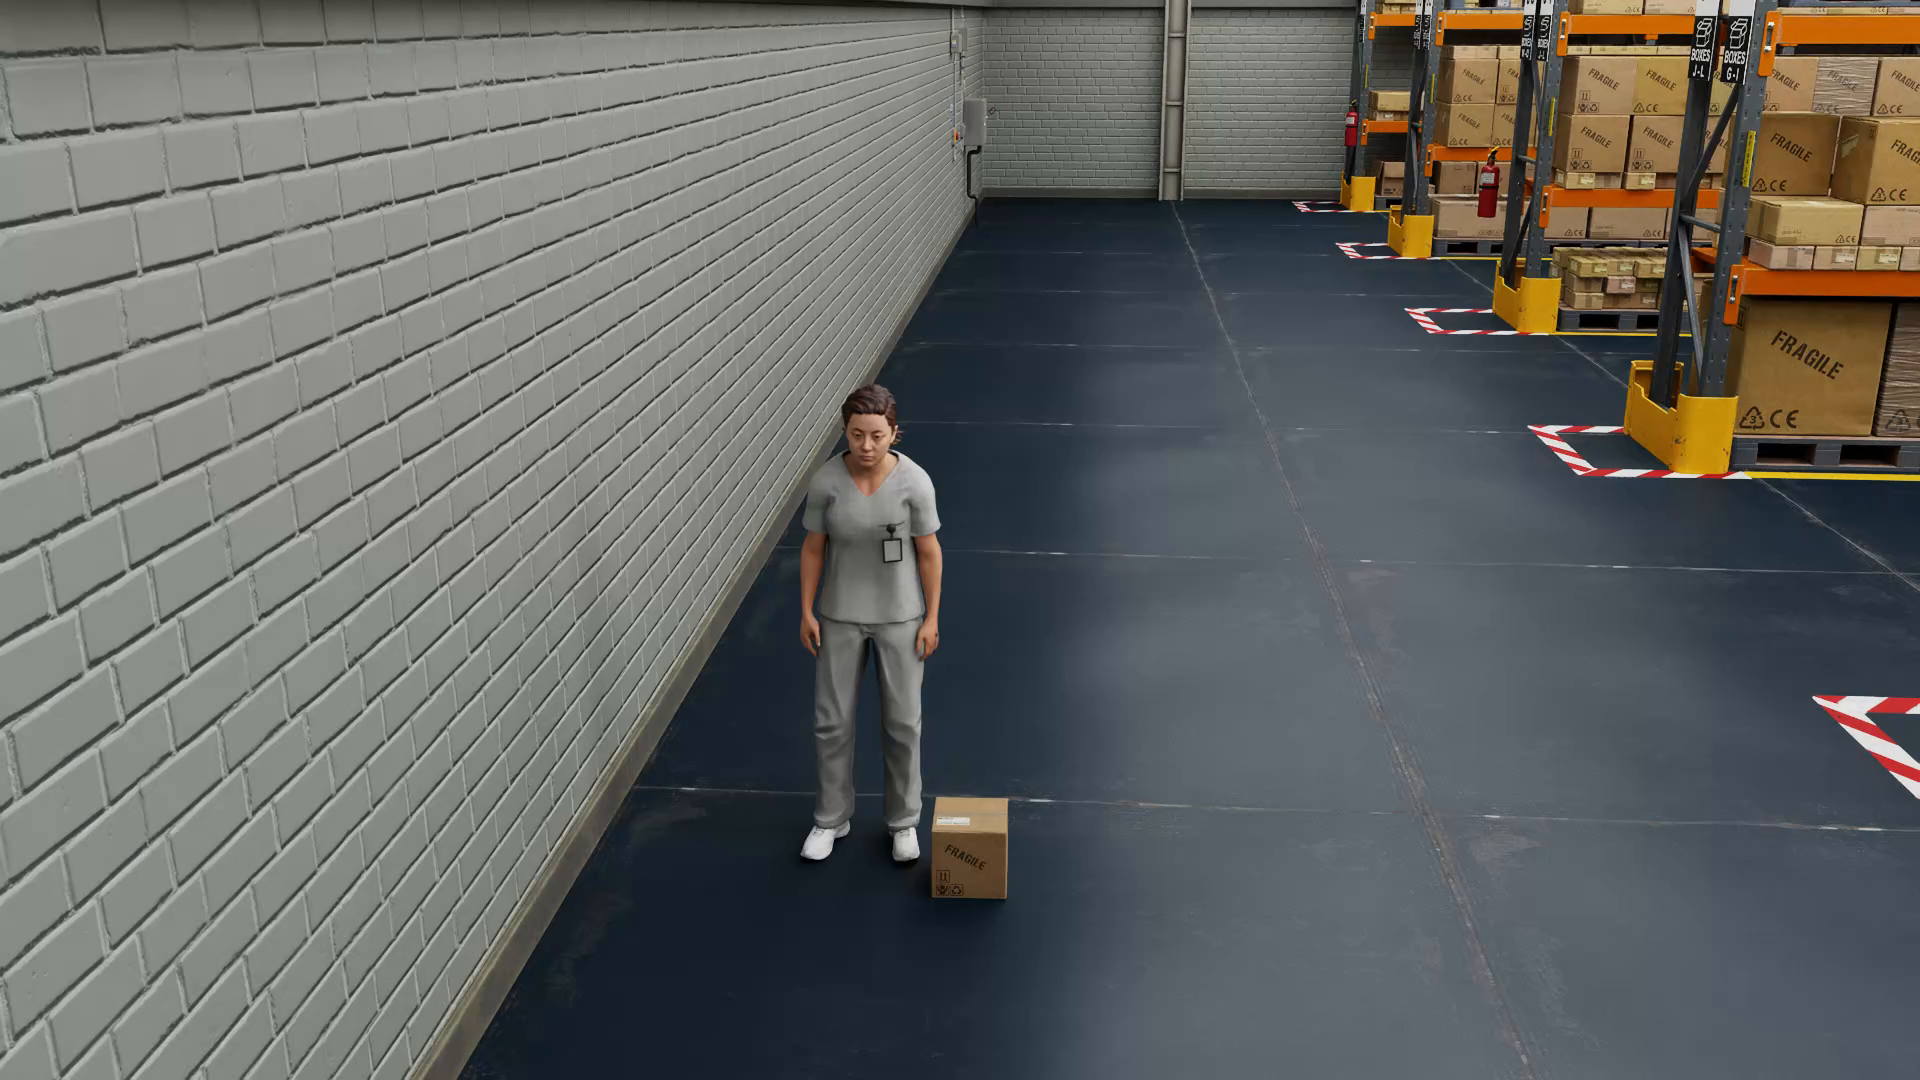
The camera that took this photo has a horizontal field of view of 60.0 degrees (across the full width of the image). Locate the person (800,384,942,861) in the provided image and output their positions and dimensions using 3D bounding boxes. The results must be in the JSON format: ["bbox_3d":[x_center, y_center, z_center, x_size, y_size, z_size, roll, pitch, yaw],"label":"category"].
[{"bbox_3d":[-0.305,0.281,5.665,0.484,1.672,0.360,1,18,4],"label":"person"}]
